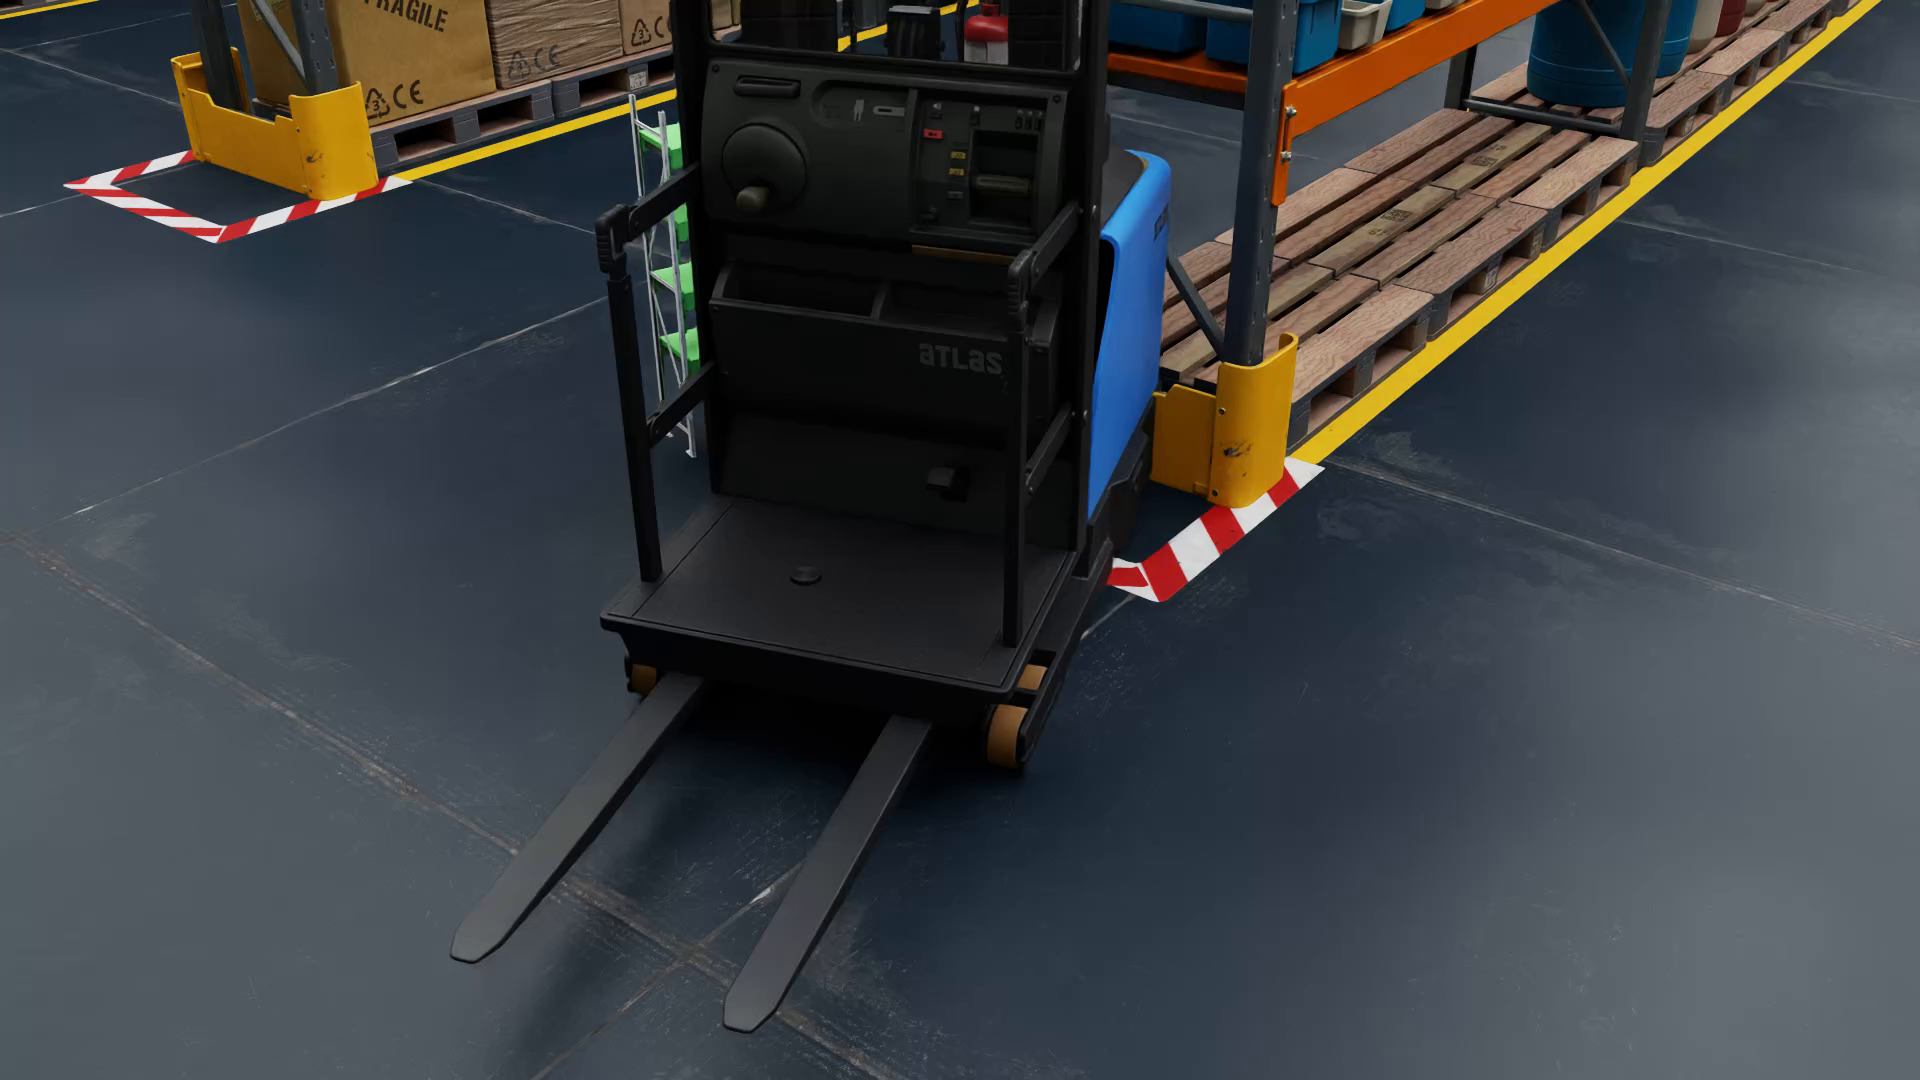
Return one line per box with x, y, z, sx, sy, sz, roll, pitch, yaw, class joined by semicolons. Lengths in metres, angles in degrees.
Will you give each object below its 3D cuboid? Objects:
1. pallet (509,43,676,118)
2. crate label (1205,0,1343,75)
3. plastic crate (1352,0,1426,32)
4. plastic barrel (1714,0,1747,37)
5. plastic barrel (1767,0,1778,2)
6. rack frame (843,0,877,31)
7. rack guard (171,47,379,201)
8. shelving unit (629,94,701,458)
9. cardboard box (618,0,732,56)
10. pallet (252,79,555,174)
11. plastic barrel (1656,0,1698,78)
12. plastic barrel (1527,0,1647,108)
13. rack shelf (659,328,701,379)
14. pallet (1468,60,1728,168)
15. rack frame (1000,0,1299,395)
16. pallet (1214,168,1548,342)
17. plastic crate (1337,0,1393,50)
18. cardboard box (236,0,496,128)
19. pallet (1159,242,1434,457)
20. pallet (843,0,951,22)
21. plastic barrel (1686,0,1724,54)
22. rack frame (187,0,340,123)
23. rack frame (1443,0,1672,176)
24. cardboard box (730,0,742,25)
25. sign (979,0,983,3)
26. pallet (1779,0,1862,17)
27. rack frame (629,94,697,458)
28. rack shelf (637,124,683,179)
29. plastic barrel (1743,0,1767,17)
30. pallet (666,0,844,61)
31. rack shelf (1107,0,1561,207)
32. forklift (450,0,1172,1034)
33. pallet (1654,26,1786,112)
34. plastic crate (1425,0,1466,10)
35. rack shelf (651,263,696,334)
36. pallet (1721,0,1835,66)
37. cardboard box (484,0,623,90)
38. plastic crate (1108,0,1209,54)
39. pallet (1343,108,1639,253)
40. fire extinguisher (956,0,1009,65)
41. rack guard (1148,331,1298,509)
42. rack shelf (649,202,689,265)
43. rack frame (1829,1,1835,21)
-2.239;-2.810;9.785;1.003;0.211;1.213;21;37;31;pallet
0.964;-1.596;5.106;0.416;0.233;0.303;21;37;31;crate label
1.361;-1.863;5.557;0.416;0.233;0.300;21;37;31;plastic crate
4.418;-3.375;9.956;0.600;0.588;0.708;21;37;31;plastic barrel
5.100;-3.938;10.669;0.600;0.830;0.708;21;37;31;plastic barrel
-0.982;-4.793;10.396;1.000;3.000;0.127;21;37;31;rack frame
-3.411;-2.082;8.273;1.175;0.500;0.348;21;37;31;rack guard
-0.779;-0.920;5.626;0.503;1.200;0.258;-19;36;-29;shelving unit
-1.987;-3.450;9.802;0.875;0.875;0.875;21;37;31;cardboard box
-2.976;-2.317;8.952;1.003;0.211;1.213;21;37;31;pallet
3.736;-3.050;9.101;0.600;0.901;0.708;21;37;31;plastic barrel
3.309;-2.763;8.616;0.600;0.901;0.708;21;37;31;plastic barrel
-0.779;-0.659;5.781;0.480;0.148;0.258;-19;36;-29;rack shelf
3.466;-2.370;9.042;1.003;0.211;1.213;21;37;31;pallet
0.552;-1.643;5.080;1.000;3.000;0.127;21;37;31;rack frame
1.818;-1.260;7.170;1.003;0.211;1.213;21;37;31;pallet
1.223;-1.659;5.307;0.250;0.136;0.298;21;37;31;plastic crate
-3.074;-2.719;8.567;0.875;0.875;0.875;21;37;31;cardboard box
1.081;-0.767;6.336;1.003;0.211;1.213;21;37;31;pallet
-0.576;-3.930;11.675;1.003;0.211;1.213;21;37;31;pallet
4.148;-3.085;9.541;0.421;0.512;0.421;0;31;0;plastic barrel
-3.396;-3.167;7.652;1.000;3.000;0.127;21;37;31;rack frame
2.967;-3.269;7.823;1.000;3.000;0.127;21;37;31;rack frame
-1.444;-3.816;10.419;0.875;0.875;0.875;21;37;31;cardboard box
0.104;-1.876;5.313;0.100;0.325;0.005;21;37;31;sign
5.880;-3.998;11.789;1.003;0.211;1.213;21;37;31;pallet
-0.981;-0.850;5.508;0.015;1.200;0.240;-19;36;-29;rack frame
-0.779;-1.278;5.414;0.480;0.148;0.258;-19;36;-29;rack shelf
4.830;-3.544;10.316;0.421;0.512;0.421;0;31;0;plastic barrel
-1.503;-3.308;10.626;1.003;0.211;1.213;21;37;31;pallet
1.760;-2.146;6.635;1.077;0.370;4.000;21;37;31;rack shelf
-0.261;-0.905;3.902;1.130;2.935;3.031;9;32;15;forklift
4.202;-2.868;9.882;1.003;0.211;1.213;21;37;31;pallet
1.633;-1.935;5.773;0.250;0.136;0.298;21;37;31;plastic crate
-0.779;-0.865;5.658;0.480;0.148;0.258;-19;36;-29;rack shelf
4.939;-3.362;10.715;1.003;0.211;1.213;21;37;31;pallet
-2.525;-3.088;9.191;0.875;0.875;0.875;21;37;31;cardboard box
0.606;-1.878;5.382;0.616;0.435;0.499;21;37;31;plastic crate
2.554;-1.758;8.010;1.003;0.211;1.213;21;37;31;pallet
0.099;-1.528;5.327;0.296;0.674;0.183;21;37;31;fire extinguisher
0.548;-0.554;5.694;1.175;0.500;0.348;21;37;31;rack guard
-0.779;-1.072;5.536;0.480;0.148;0.258;-19;36;-29;rack shelf
5.381;-4.895;10.567;1.000;3.000;0.127;21;37;31;rack frame
